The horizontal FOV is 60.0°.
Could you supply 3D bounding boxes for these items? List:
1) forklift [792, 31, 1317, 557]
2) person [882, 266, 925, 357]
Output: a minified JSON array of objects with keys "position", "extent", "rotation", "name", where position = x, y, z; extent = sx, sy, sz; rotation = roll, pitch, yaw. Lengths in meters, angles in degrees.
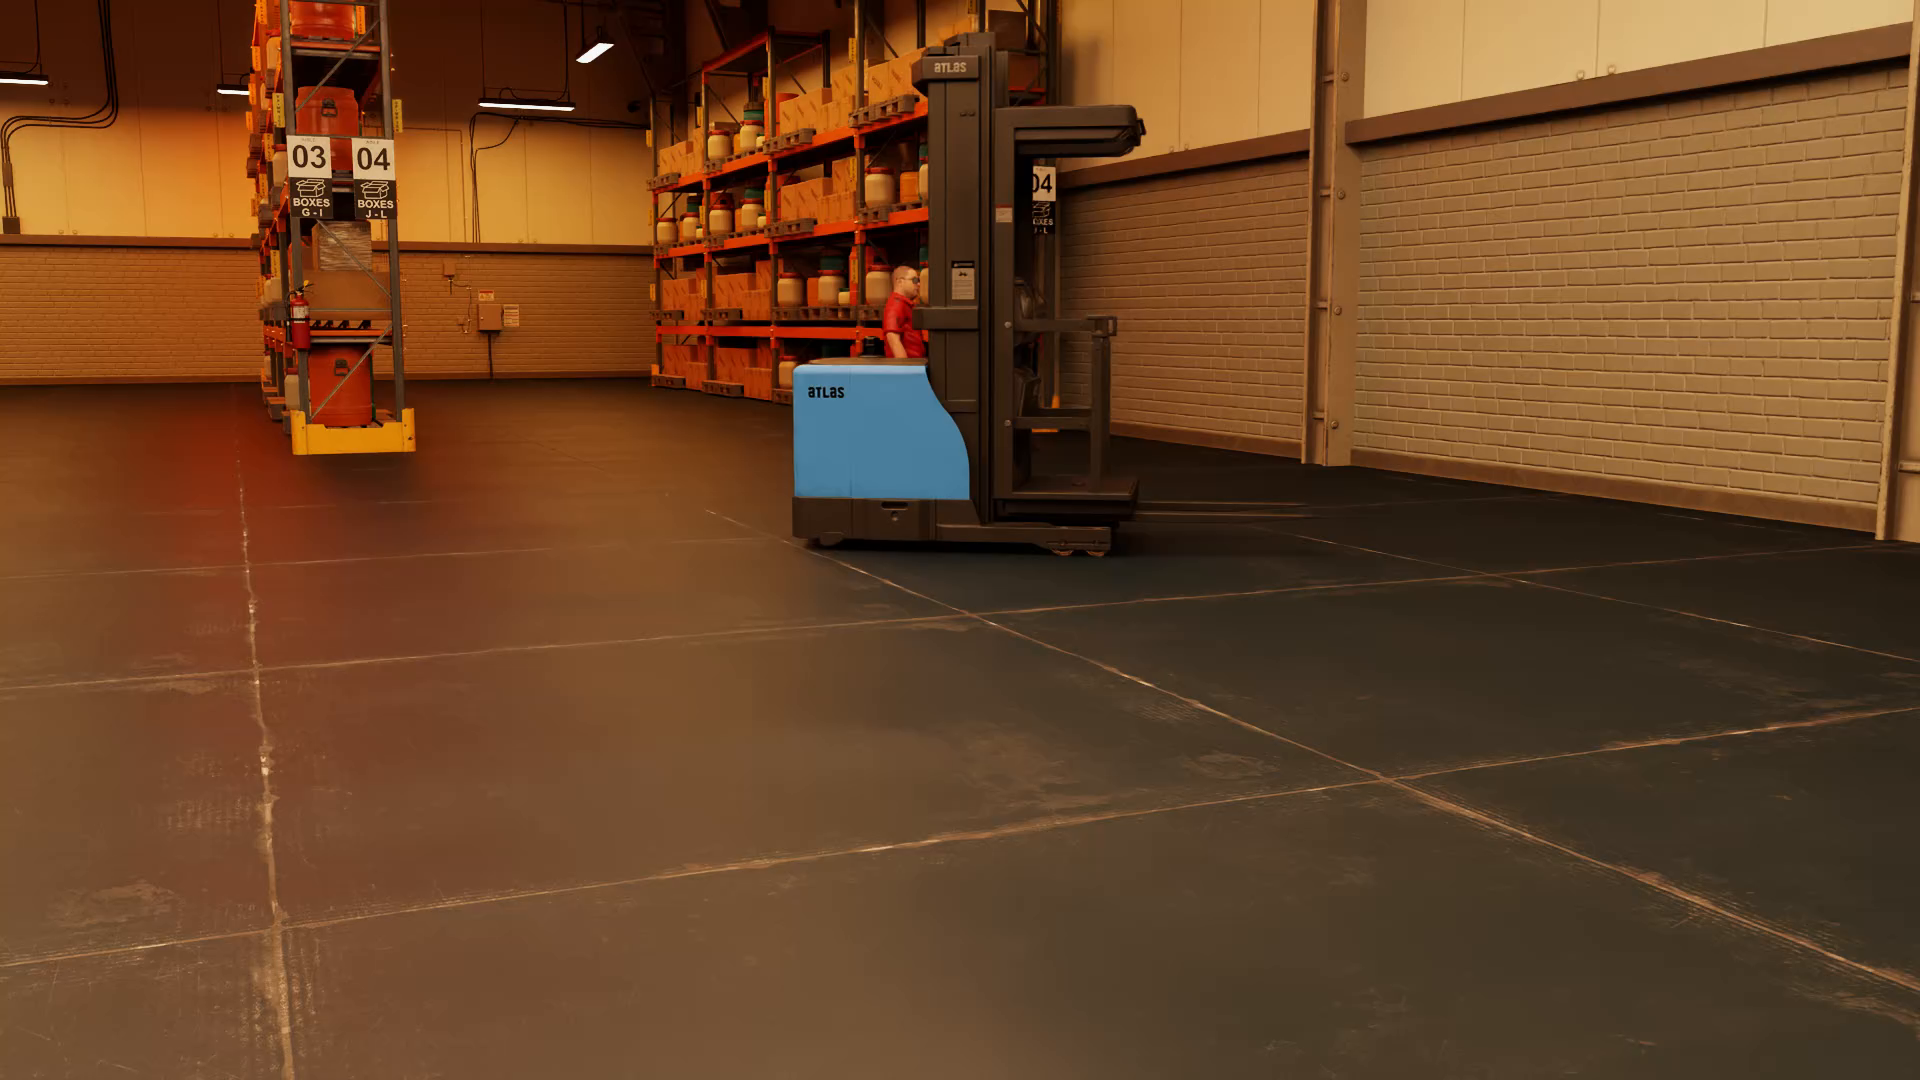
[{"position":[0.575,-1.433,9.813],"extent":[3.031,2.935,1.130],"rotation":[1,8,8],"name":"forklift"},{"position":[-0.321,-1.159,12.327],"extent":[0.538,1.729,0.702],"rotation":[-1,8,-10],"name":"person"}]
